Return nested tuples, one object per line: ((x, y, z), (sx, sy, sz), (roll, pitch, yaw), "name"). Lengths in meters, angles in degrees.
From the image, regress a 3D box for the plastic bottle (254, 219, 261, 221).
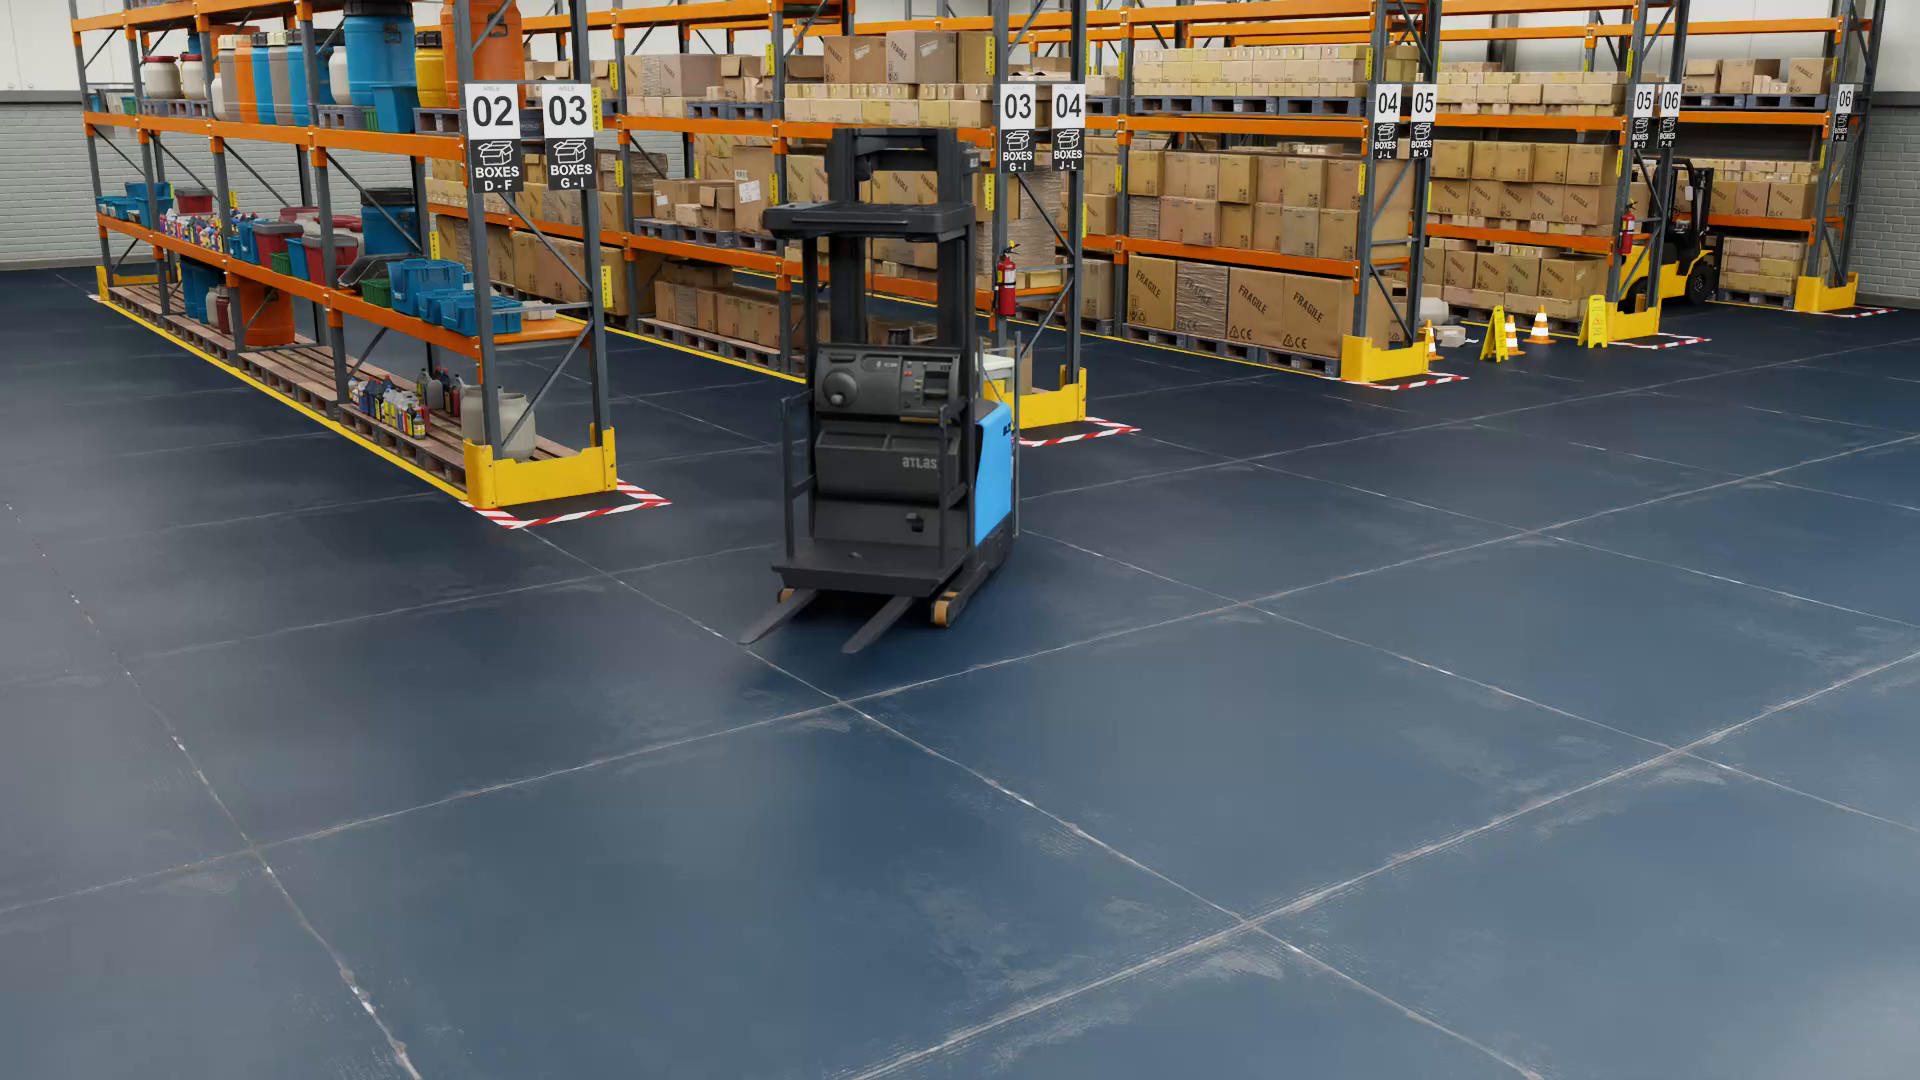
((-8.783, -3.887, 20.831), (0.152, 0.276, 0.135), (-11, 19, -35), "plastic bottle")

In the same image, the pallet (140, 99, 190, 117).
((-9.787, -5.566, 21.405), (1.213, 0.211, 1.003), (-11, 19, -35), "pallet")

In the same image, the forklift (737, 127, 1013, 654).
((-0.508, -0.995, 10.160), (1.130, 2.935, 3.031), (4, 16, 15), "forklift")

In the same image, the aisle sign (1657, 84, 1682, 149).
((9.038, -5.396, 21.183), (0.394, 0.787, 0.004), (-11, 19, -35), "aisle sign")

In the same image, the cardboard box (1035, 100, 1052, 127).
((0.661, -4.086, 15.925), (0.500, 0.250, 0.500), (-10, 18, -33), "cardboard box")

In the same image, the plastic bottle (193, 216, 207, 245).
((-9.290, -3.789, 20.331), (0.144, 0.351, 0.185), (-11, 19, -35), "plastic bottle")

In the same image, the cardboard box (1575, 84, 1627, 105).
((8.232, -5.692, 21.230), (0.500, 0.250, 0.500), (-11, 19, -35), "cardboard box")

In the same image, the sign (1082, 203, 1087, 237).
((1.174, -3.070, 15.973), (0.100, 0.325, 0.005), (-11, 19, -35), "sign")

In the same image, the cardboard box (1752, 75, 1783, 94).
((11.882, -6.695, 24.442), (0.396, 0.266, 0.258), (-11, 19, -34), "cardboard box")

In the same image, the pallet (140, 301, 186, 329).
((-10.791, -3.168, 23.252), (1.003, 0.211, 1.213), (-11, 19, -35), "pallet")

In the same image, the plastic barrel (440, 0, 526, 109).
((-3.660, -3.740, 12.769), (0.600, 0.830, 0.708), (-11, 19, -35), "plastic barrel")

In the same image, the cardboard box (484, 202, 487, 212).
((-7.218, -5.189, 25.828), (0.380, 0.149, 0.250), (-10, 18, -34), "cardboard box")

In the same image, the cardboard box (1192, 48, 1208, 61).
((2.995, -5.784, 19.826), (0.380, 0.149, 0.250), (-11, 19, -34), "cardboard box")

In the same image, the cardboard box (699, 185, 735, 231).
((-2.711, -4.031, 20.131), (0.797, 0.503, 0.637), (-9, 18, -29), "cardboard box")

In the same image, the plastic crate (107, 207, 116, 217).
((-12.279, -4.788, 24.274), (0.250, 0.136, 0.298), (-11, 19, -35), "plastic crate")

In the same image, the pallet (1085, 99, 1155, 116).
((1.876, -5.714, 21.950), (0.805, 0.209, 1.217), (-12, 19, -37), "pallet")

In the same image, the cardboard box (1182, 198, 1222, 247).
((3.245, -3.919, 20.429), (0.875, 0.550, 0.550), (-11, 19, -35), "cardboard box")

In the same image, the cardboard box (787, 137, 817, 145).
((-2.744, -6.612, 27.904), (0.500, 0.500, 0.500), (-12, 19, -36), "cardboard box")

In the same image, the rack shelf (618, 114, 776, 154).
((-2.793, -4.950, 20.159), (1.077, 0.370, 4.000), (-11, 19, -35), "rack shelf")

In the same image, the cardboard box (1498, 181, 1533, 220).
((7.627, -4.587, 22.399), (0.500, 0.500, 0.500), (-11, 19, -35), "cardboard box")

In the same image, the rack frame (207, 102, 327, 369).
((-7.975, -3.508, 19.212), (1.000, 3.000, 0.127), (-11, 19, -35), "rack frame")

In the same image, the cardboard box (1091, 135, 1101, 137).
((2.472, -7.034, 30.010), (0.500, 0.500, 0.500), (-10, 18, -33), "cardboard box")

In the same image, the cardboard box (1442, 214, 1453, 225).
((6.996, -4.515, 23.365), (0.380, 0.149, 0.250), (-11, 19, -35), "cardboard box")

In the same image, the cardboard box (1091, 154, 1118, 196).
((2.158, -4.807, 21.873), (0.700, 0.500, 0.500), (-11, 19, -35), "cardboard box")

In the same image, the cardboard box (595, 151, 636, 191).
((-4.766, -5.107, 22.964), (0.797, 0.503, 0.637), (-10, 18, -33), "cardboard box")

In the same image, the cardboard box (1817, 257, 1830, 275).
((12.656, -4.128, 24.943), (0.500, 0.250, 0.500), (-10, 18, -34), "cardboard box")

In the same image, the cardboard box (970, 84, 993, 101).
((0.319, -4.146, 15.390), (0.380, 0.149, 0.250), (-11, 19, -35), "cardboard box")

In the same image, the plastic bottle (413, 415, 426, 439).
((-4.706, -0.986, 14.466), (0.097, 0.201, 0.097), (0, 15, 0), "plastic bottle")

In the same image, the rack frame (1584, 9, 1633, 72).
((10.412, -8.626, 26.546), (1.000, 3.000, 0.127), (-11, 19, -35), "rack frame")

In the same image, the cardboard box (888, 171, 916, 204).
((-0.379, -3.535, 16.662), (0.500, 0.500, 0.500), (-11, 19, -35), "cardboard box")

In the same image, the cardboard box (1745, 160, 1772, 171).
((11.951, -5.591, 24.839), (0.380, 0.149, 0.250), (-11, 19, -34), "cardboard box")

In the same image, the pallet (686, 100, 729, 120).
((-2.506, -5.148, 19.878), (1.213, 0.211, 1.003), (-11, 19, -35), "pallet")

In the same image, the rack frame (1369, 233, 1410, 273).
((6.399, -4.961, 24.520), (1.000, 3.000, 0.127), (-11, 19, -35), "rack frame")

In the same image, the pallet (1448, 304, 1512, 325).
((7.544, -3.217, 23.431), (1.003, 0.211, 1.213), (-11, 19, -35), "pallet")

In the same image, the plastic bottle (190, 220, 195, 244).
((-9.417, -3.784, 20.441), (0.061, 0.283, 0.133), (-11, 19, -35), "plastic bottle")

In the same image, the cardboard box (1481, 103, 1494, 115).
((7.292, -5.852, 22.569), (0.380, 0.149, 0.250), (-11, 19, -34), "cardboard box")

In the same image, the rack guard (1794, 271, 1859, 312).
((12.778, -3.667, 24.528), (1.175, 0.500, 0.348), (-11, 19, -35), "rack guard")

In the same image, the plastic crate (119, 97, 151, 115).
((-11.120, -5.873, 22.488), (0.416, 0.233, 0.300), (-11, 19, -35), "plastic crate")

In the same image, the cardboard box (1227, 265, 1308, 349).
((3.835, -2.817, 19.915), (0.875, 0.875, 0.875), (-11, 19, -35), "cardboard box")

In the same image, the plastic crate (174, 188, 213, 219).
((-10.649, -4.652, 23.155), (0.402, 0.464, 0.583), (-11, 19, -35), "plastic crate")

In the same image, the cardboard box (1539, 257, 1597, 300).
((8.069, -3.475, 22.085), (0.500, 0.500, 0.500), (-11, 19, -34), "cardboard box")

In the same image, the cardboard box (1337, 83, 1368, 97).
((4.337, -4.912, 18.149), (0.380, 0.149, 0.250), (-11, 19, -35), "cardboard box")

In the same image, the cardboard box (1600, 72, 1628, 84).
((8.313, -5.843, 21.027), (0.380, 0.149, 0.250), (-11, 19, -34), "cardboard box")

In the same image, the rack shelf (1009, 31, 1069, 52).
((0.520, -9.450, 31.678), (1.077, 0.370, 4.000), (-11, 19, -35), "rack shelf")

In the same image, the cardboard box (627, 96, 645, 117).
((-3.898, -5.512, 21.133), (0.500, 0.250, 0.500), (-10, 18, -34), "cardboard box")

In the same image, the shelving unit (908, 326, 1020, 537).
((0.025, -0.792, 12.127), (0.431, 1.500, 0.755), (-14, 21, -41), "shelving unit")

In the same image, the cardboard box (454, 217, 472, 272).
((-7.696, -4.844, 27.323), (0.875, 0.875, 0.875), (-11, 19, -35), "cardboard box")

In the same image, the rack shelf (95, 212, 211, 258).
((-11.503, -4.442, 23.988), (1.077, 0.370, 4.000), (-11, 19, -35), "rack shelf")

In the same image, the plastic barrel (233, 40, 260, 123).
((-7.283, -4.813, 17.485), (0.600, 0.830, 0.708), (-11, 19, -35), "plastic barrel")

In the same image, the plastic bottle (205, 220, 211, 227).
((-9.222, -3.778, 20.418), (0.061, 0.283, 0.133), (-11, 19, -35), "plastic bottle")

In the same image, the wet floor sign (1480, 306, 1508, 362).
((6.425, -2.483, 19.924), (0.232, 0.644, 0.267), (14, 21, 42), "wet floor sign")

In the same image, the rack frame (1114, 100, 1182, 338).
((2.455, -4.171, 21.634), (1.000, 3.000, 0.127), (-11, 19, -35), "rack frame")

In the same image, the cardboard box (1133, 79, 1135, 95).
((2.302, -5.971, 21.799), (0.258, 0.266, 0.396), (-11, 19, -35), "cardboard box")

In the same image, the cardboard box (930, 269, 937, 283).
((-0.069, -2.631, 16.483), (0.380, 0.149, 0.250), (-11, 19, -35), "cardboard box")

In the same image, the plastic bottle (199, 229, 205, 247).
((-9.147, -3.655, 20.124), (0.097, 0.201, 0.097), (0, 15, 0), "plastic bottle")

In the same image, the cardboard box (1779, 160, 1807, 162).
((12.446, -5.603, 24.883), (0.380, 0.149, 0.250), (-10, 18, -33), "cardboard box")

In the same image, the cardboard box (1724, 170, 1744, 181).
((11.724, -5.489, 25.031), (0.380, 0.149, 0.250), (-12, 19, -36), "cardboard box")
